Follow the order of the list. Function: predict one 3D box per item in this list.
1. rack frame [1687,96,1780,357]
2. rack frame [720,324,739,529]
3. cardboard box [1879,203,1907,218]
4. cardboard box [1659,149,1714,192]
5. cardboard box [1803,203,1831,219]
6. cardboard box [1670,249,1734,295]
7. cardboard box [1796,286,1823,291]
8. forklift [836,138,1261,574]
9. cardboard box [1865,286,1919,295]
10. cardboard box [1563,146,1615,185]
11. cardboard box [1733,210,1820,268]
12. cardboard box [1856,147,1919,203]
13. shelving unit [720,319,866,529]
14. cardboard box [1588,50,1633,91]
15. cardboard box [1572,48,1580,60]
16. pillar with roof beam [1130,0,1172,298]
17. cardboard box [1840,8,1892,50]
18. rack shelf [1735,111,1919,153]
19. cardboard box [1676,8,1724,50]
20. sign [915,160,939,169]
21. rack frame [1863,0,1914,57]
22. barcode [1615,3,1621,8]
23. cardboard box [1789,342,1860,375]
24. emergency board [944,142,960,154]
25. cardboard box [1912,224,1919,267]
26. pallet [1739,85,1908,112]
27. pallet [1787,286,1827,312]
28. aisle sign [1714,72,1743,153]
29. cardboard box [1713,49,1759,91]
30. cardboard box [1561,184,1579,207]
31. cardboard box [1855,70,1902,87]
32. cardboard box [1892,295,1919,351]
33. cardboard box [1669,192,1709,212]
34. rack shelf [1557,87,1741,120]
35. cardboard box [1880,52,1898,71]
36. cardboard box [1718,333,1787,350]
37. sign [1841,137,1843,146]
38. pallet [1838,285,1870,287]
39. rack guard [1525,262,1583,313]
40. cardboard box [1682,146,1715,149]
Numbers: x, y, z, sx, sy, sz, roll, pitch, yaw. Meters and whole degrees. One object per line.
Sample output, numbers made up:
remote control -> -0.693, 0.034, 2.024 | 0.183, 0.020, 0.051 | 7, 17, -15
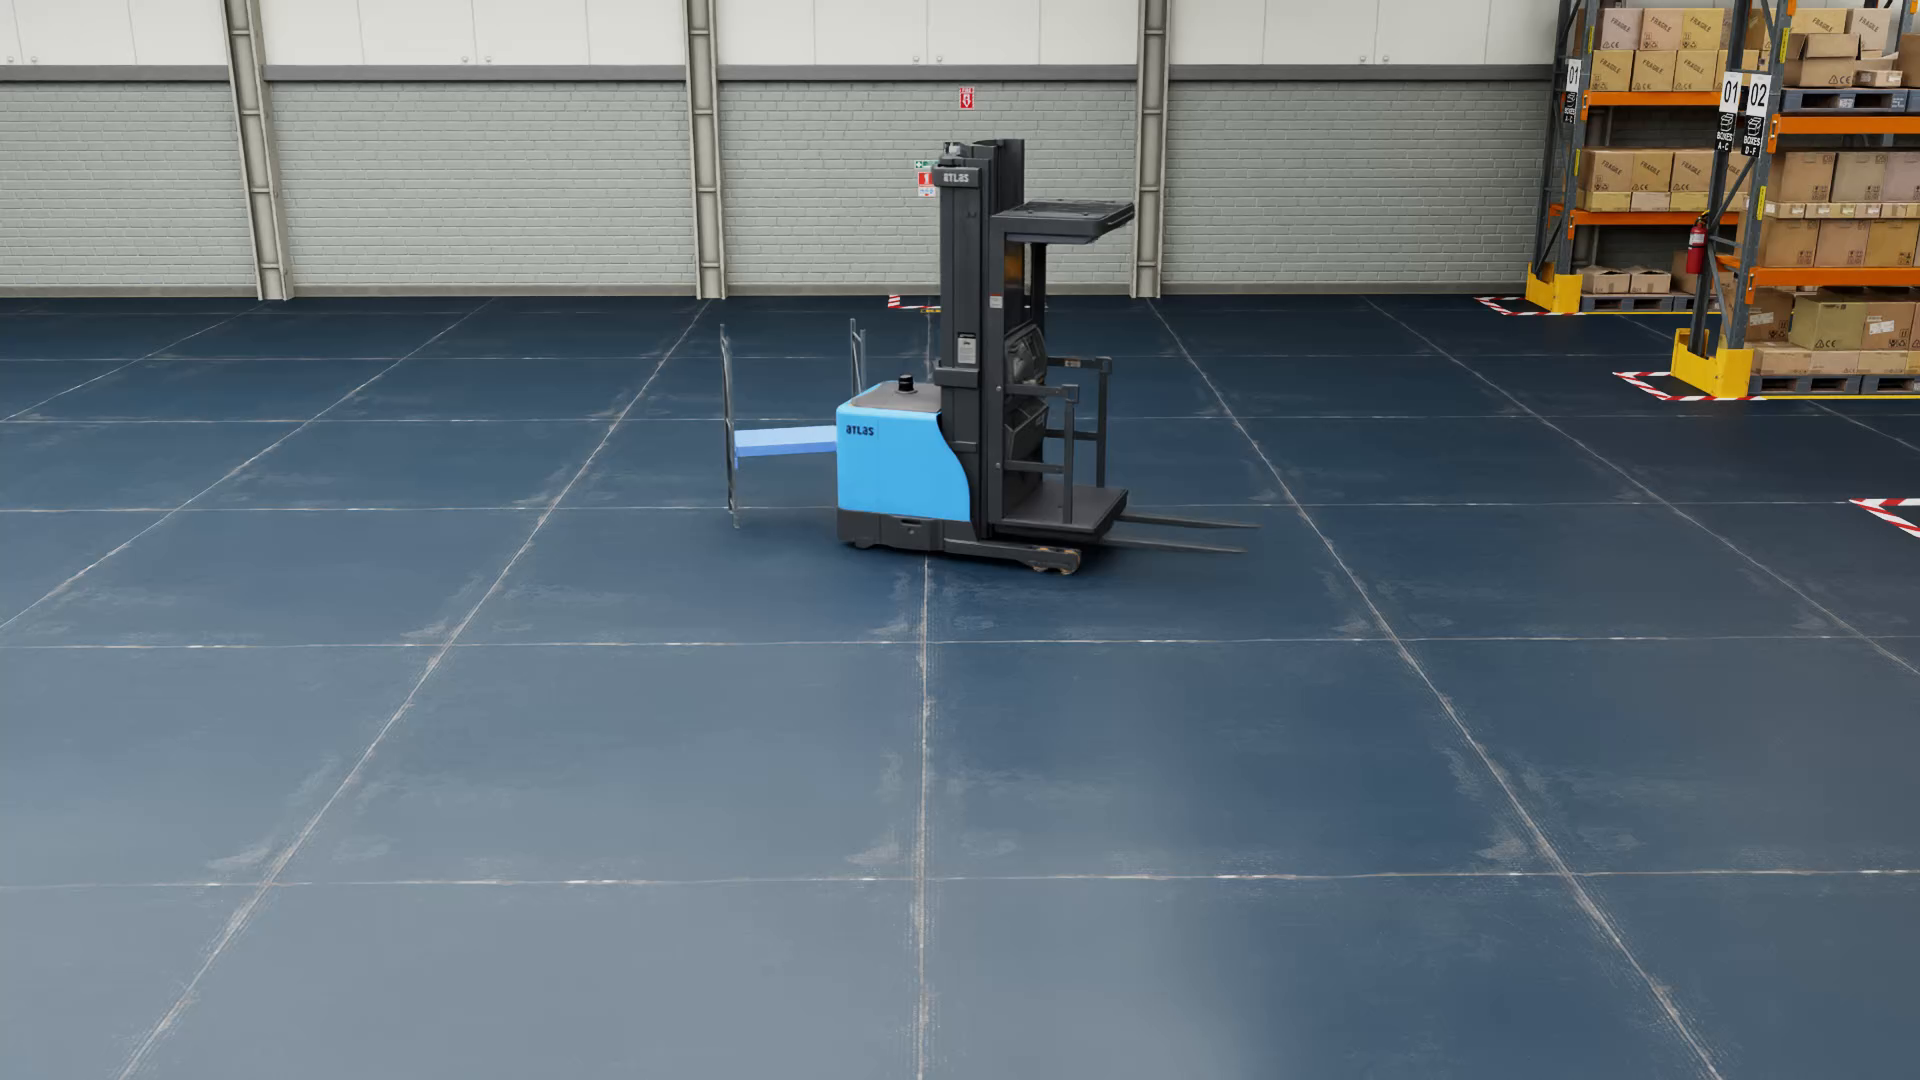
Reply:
rack frame -> 7.966, -3.071, 17.209 | 0.127, 3.000, 1.000 | 0, 18, -1
rack frame -> -1.778, -0.876, 12.823 | 0.032, 1.500, 0.500 | -4, 18, -12
cardboard box -> 9.394, -3.369, 16.913 | 0.250, 0.149, 0.380 | -1, 18, -3
cardboard box -> 9.377, -4.789, 21.552 | 0.500, 0.500, 0.500 | -1, 18, -3
cardboard box -> 8.625, -3.365, 16.902 | 0.250, 0.149, 0.380 | -1, 18, -2
cardboard box -> 9.881, -3.570, 22.137 | 0.500, 0.500, 0.700 | -1, 18, -4
cardboard box -> 11.349, -3.452, 22.315 | 0.250, 0.166, 0.380 | -3, 18, -8
forklift -> 0.659, -1.337, 11.918 | 3.031, 2.935, 1.130 | 6, 19, 17
cardboard box -> 9.997, -2.423, 17.777 | 0.500, 0.500, 0.500 | 0, 18, -1
cardboard box -> 8.352, -4.946, 22.040 | 0.500, 0.500, 0.500 | 0, 18, -1
cardboard box -> 8.433, -3.117, 17.189 | 0.500, 0.500, 0.700 | 0, 18, -1
cardboard box -> 9.515, -3.742, 17.013 | 0.500, 0.500, 0.700 | 0, 18, -1
shelving unit -> -1.283, -0.911, 12.932 | 1.048, 1.500, 0.538 | -4, 18, -12
cardboard box -> 8.222, -5.994, 21.216 | 0.500, 0.500, 0.500 | 0, 18, 1
cardboard box -> 8.297, -6.148, 21.696 | 0.500, 0.500, 0.500 | 1, 18, 3
pillar with roof beam -> 2.639, -6.364, 17.654 | 0.400, 9.000, 9.100 | 0, 18, -1
cardboard box -> 11.387, -6.479, 21.091 | 0.500, 0.500, 0.500 | -2, 18, -6
rack shelf -> 9.965, -4.166, 16.891 | 4.000, 0.370, 1.077 | 0, 18, -1
cardboard box -> 9.287, -6.466, 21.049 | 0.500, 0.500, 0.500 | 0, 18, 1
sign -> -0.451, -5.117, 22.664 | 0.331, 0.109, 0.001 | 0, 18, -1
rack frame -> 11.883, -7.460, 21.069 | 0.127, 3.000, 1.000 | 0, 18, -1
barcode -> 8.586, -6.977, 21.694 | 0.075, 0.075, 0.001 | 0, 18, -1
cardboard box -> 9.005, -1.900, 17.372 | 0.500, 0.250, 0.500 | 0, 18, -1
emergency board -> 0.099, -4.822, 22.669 | 0.643, 1.169, 0.194 | 0, 18, -1
cardboard box -> 9.981, -3.125, 17.215 | 0.500, 0.500, 0.700 | 0, 18, 1
pallet -> 8.673, -4.452, 16.751 | 1.213, 0.211, 1.003 | 0, 18, -1
pallet -> 11.212, -3.261, 22.368 | 1.213, 0.211, 1.003 | 0, 18, -1
aisle sign -> 7.895, -4.398, 17.091 | 0.004, 0.787, 0.394 | 0, 18, -1
cardboard box -> 9.814, -5.999, 21.230 | 0.500, 0.500, 0.500 | 1, 18, 3
cardboard box -> 8.348, -4.583, 22.137 | 0.500, 0.250, 0.500 | 0, 18, 0
cardboard box -> 9.145, -4.598, 16.554 | 0.250, 0.149, 0.380 | 0, 18, -1
cardboard box -> 10.005, -2.260, 17.267 | 0.500, 0.500, 0.500 | 0, 18, -1
cardboard box -> 9.405, -4.435, 21.674 | 0.500, 0.250, 0.500 | -1, 18, -2
rack shelf -> 9.884, -5.679, 21.607 | 4.000, 0.370, 1.077 | 0, 18, -1
cardboard box -> 9.669, -4.812, 16.956 | 0.500, 0.311, 0.500 | 2, 18, 6
cardboard box -> 8.497, -2.054, 17.855 | 0.500, 0.250, 0.500 | 0, 18, -1
sign -> 11.871, -5.324, 22.337 | 0.005, 0.325, 0.100 | 0, 18, -1
pallet -> 12.662, -3.279, 22.425 | 1.213, 0.211, 1.003 | 0, 18, -1
rack guard -> 7.960, -3.394, 22.309 | 0.348, 0.500, 1.175 | 0, 18, -1
cardboard box -> 9.876, -4.952, 22.058 | 0.500, 0.500, 0.500 | 0, 18, 0
